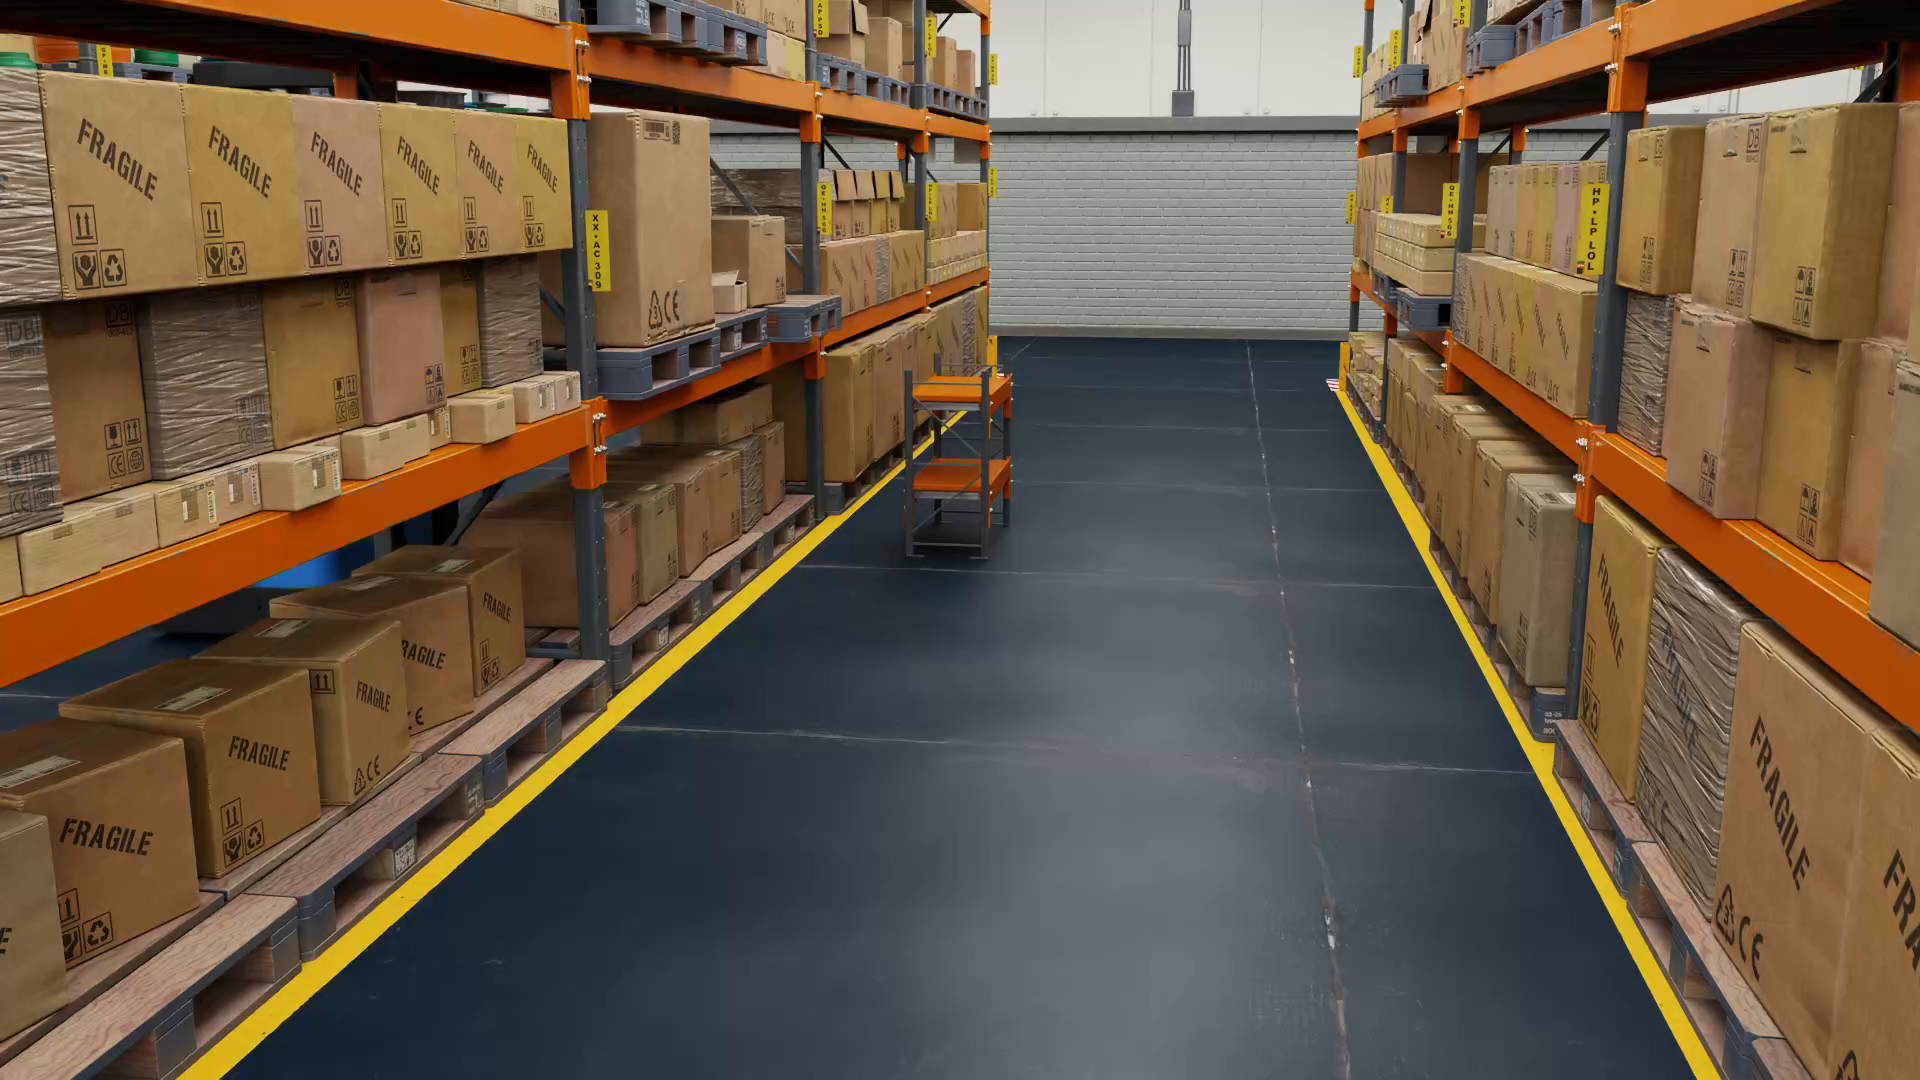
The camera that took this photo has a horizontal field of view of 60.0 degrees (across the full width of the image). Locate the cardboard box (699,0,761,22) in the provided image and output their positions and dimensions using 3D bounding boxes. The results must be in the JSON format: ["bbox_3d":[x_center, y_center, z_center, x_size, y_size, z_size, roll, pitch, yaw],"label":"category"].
[{"bbox_3d":[-1.395,-3.052,8.993,0.500,0.500,0.500,2,12,10],"label":"cardboard box"}]

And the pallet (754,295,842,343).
[{"bbox_3d":[-1.413,-1.364,10.159,1.213,0.211,1.003,2,12,9],"label":"pallet"}]

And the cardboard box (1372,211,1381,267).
[{"bbox_3d":[3.968,-2.673,14.833,0.500,0.500,0.500,2,12,7],"label":"cardboard box"}]

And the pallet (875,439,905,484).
[{"bbox_3d":[-1.023,-0.662,13.062,1.003,0.211,1.213,2,12,9],"label":"pallet"}]

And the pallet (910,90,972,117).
[{"bbox_3d":[-0.468,-4.289,16.364,1.003,0.211,1.213,2,12,9],"label":"pallet"}]

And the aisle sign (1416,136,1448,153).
[{"bbox_3d":[5.014,-4.370,17.479,0.394,0.787,0.004,2,12,9],"label":"aisle sign"}]

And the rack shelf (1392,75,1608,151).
[{"bbox_3d":[3.784,-2.959,11.691,1.077,0.370,4.000,2,12,9],"label":"rack shelf"}]

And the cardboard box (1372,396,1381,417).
[{"bbox_3d":[3.815,-1.165,14.550,0.380,0.149,0.250,2,12,9],"label":"cardboard box"}]

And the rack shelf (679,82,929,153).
[{"bbox_3d":[-1.102,-3.141,12.535,1.077,0.370,4.000,2,12,9],"label":"rack shelf"}]

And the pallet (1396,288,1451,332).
[{"bbox_3d":[3.481,-1.486,10.724,1.213,0.211,1.003,2,12,9],"label":"pallet"}]

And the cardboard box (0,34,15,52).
[{"bbox_3d":[-10.257,-5.074,17.189,0.700,0.500,0.500,2,12,9],"label":"cardboard box"}]

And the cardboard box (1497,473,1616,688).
[{"bbox_3d":[2.868,0.167,6.942,1.050,0.750,0.750,2,12,8],"label":"cardboard box"}]

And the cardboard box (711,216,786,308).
[{"bbox_3d":[-1.440,-1.631,9.706,0.700,0.500,0.500,4,13,17],"label":"cardboard box"}]

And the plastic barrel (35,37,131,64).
[{"bbox_3d":[-6.213,-3.770,11.730,0.600,0.830,0.708,2,12,9],"label":"plastic barrel"}]

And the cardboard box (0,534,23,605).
[{"bbox_3d":[-2.303,0.075,3.620,0.380,0.149,0.250,2,12,9],"label":"cardboard box"}]

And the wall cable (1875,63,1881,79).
[{"bbox_3d":[10.953,-7.055,21.870,2.355,3.000,0.029,2,12,9],"label":"wall cable"}]

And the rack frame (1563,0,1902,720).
[{"bbox_3d":[2.861,-0.595,6.136,1.000,3.000,0.127,2,12,9],"label":"rack frame"}]

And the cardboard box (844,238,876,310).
[{"bbox_3d":[-0.913,-1.965,12.255,0.500,0.500,0.500,2,12,8],"label":"cardboard box"}]

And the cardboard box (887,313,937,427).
[{"bbox_3d":[-0.873,-1.475,14.265,1.225,0.875,0.875,2,12,9],"label":"cardboard box"}]

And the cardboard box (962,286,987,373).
[{"bbox_3d":[-0.198,-2.306,18.120,0.875,0.875,0.875,2,12,9],"label":"cardboard box"}]

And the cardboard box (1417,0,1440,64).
[{"bbox_3d":[3.724,-3.666,12.020,0.797,0.503,0.637,2,12,8],"label":"cardboard box"}]

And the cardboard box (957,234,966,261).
[{"bbox_3d":[-0.224,-2.918,16.562,0.500,0.250,0.500,2,12,9],"label":"cardboard box"}]

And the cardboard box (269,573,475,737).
[{"bbox_3d":[-2.206,0.441,6.264,0.500,0.500,0.500,6,14,27],"label":"cardboard box"}]

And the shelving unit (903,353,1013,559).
[{"bbox_3d":[0.001,-0.551,10.381,0.538,1.125,1.048,2,12,9],"label":"shelving unit"}]

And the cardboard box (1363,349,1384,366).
[{"bbox_3d":[4.017,-1.720,15.711,0.380,0.149,0.250,1,12,7],"label":"cardboard box"}]

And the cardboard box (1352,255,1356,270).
[{"bbox_3d":[4.333,-2.914,17.490,0.380,0.149,0.250,2,12,8],"label":"cardboard box"}]

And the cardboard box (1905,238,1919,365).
[{"bbox_3d":[2.335,-0.557,3.041,0.875,0.550,0.550,2,12,9],"label":"cardboard box"}]

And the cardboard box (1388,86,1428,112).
[{"bbox_3d":[3.900,-3.765,14.078,0.500,0.250,0.500,2,12,10],"label":"cardboard box"}]

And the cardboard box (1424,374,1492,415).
[{"bbox_3d":[3.322,-0.929,10.840,0.500,0.250,0.500,2,12,7],"label":"cardboard box"}]

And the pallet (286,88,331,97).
[{"bbox_3d":[-5.712,-3.811,14.384,1.213,0.211,1.003,2,12,9],"label":"pallet"}]

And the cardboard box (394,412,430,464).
[{"bbox_3d":[-2.008,-0.341,5.554,0.380,0.149,0.250,2,12,9],"label":"cardboard box"}]

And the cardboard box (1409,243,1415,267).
[{"bbox_3d":[3.180,-1.884,11.009,0.380,0.149,0.250,2,12,10],"label":"cardboard box"}]

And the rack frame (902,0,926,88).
[{"bbox_3d":[-0.794,-5.375,14.075,1.000,3.000,0.127,2,12,9],"label":"rack frame"}]

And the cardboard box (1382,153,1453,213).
[{"bbox_3d":[3.897,-3.050,14.211,0.500,0.500,0.500,1,12,7],"label":"cardboard box"}]

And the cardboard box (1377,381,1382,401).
[{"bbox_3d":[3.826,-1.294,14.440,0.380,0.149,0.250,2,12,10],"label":"cardboard box"}]

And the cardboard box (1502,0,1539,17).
[{"bbox_3d":[3.071,-2.827,8.495,0.500,0.250,0.500,2,12,10],"label":"cardboard box"}]

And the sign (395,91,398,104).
[{"bbox_3d":[-5.145,-4.055,15.050,0.100,0.325,0.005,2,12,9],"label":"sign"}]

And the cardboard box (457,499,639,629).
[{"bbox_3d":[-1.909,0.103,7.786,0.700,0.500,0.500,1,12,4],"label":"cardboard box"}]

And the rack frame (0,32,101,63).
[{"bbox_3d":[-6.303,-4.703,10.956,1.000,3.000,0.127,2,12,9],"label":"rack frame"}]

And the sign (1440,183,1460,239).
[{"bbox_3d":[2.939,-1.971,9.959,0.100,0.325,0.005,2,12,9],"label":"sign"}]

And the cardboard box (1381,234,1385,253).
[{"bbox_3d":[3.499,-2.314,13.003,0.380,0.149,0.250,2,12,10],"label":"cardboard box"}]

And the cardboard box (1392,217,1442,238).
[{"bbox_3d":[3.379,-2.298,12.223,0.380,0.149,0.250,2,12,11],"label":"cardboard box"}]

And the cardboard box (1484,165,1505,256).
[{"bbox_3d":[3.397,-1.873,9.452,0.700,0.500,0.500,2,12,8],"label":"cardboard box"}]

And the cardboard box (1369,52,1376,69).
[{"bbox_3d":[4.223,-4.708,16.324,0.380,0.149,0.250,2,12,9],"label":"cardboard box"}]

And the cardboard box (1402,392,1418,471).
[{"bbox_3d":[3.468,-0.775,11.908,0.500,0.500,0.500,1,12,6],"label":"cardboard box"}]

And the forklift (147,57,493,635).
[{"bbox_3d":[-3.252,-1.219,9.192,1.130,2.935,3.031,2,12,9],"label":"forklift"}]

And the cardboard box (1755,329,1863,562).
[{"bbox_3d":[2.572,-0.254,4.197,0.875,0.550,0.500,2,12,9],"label":"cardboard box"}]

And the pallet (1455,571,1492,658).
[{"bbox_3d":[3.091,0.350,8.368,1.003,0.211,1.213,2,12,9],"label":"pallet"}]

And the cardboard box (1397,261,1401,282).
[{"bbox_3d":[3.300,-1.895,11.766,0.380,0.149,0.250,2,12,10],"label":"cardboard box"}]

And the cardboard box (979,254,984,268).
[{"bbox_3d":[0.054,-3.013,17.952,0.380,0.149,0.250,2,12,9],"label":"cardboard box"}]

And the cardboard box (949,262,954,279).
[{"bbox_3d":[-0.262,-2.588,15.979,0.380,0.149,0.250,2,12,8],"label":"cardboard box"}]

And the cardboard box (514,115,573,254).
[{"bbox_3d":[-1.822,-1.358,6.356,0.500,0.500,0.500,2,12,9],"label":"cardboard box"}]
